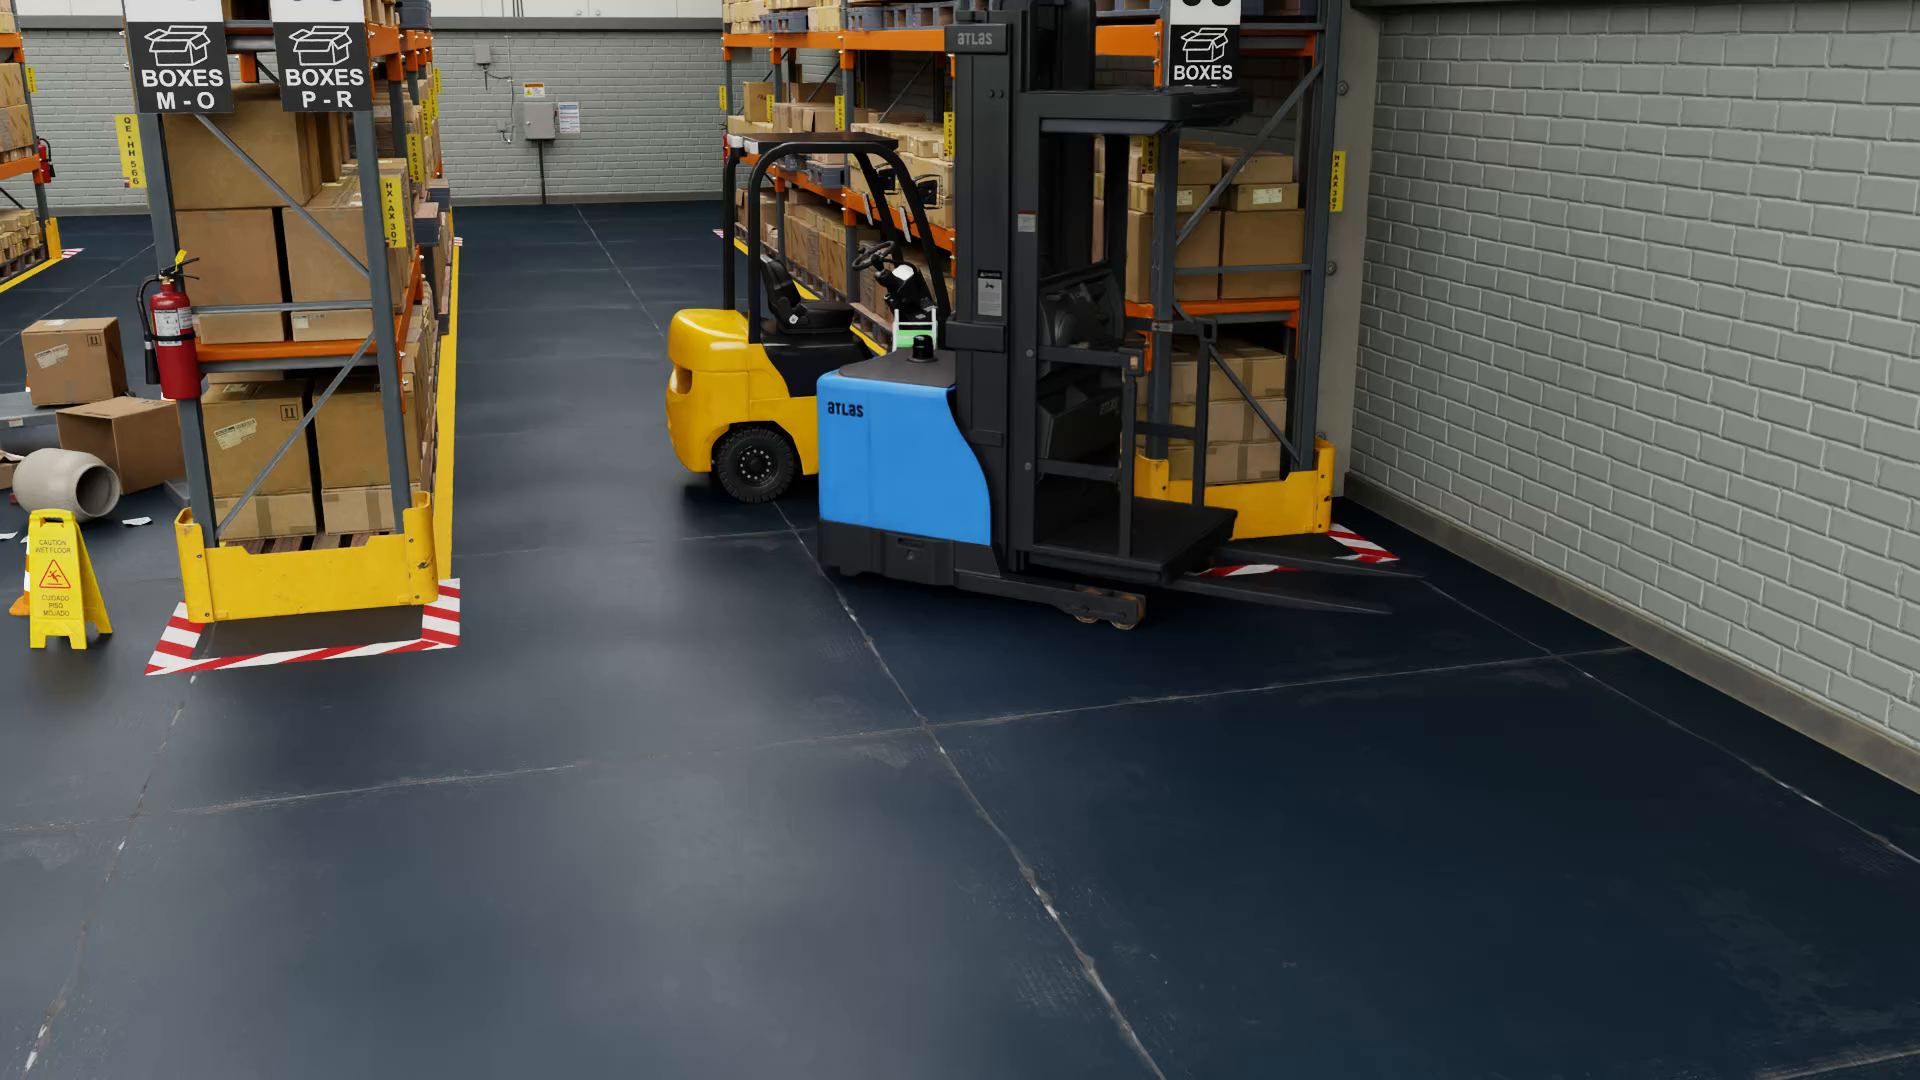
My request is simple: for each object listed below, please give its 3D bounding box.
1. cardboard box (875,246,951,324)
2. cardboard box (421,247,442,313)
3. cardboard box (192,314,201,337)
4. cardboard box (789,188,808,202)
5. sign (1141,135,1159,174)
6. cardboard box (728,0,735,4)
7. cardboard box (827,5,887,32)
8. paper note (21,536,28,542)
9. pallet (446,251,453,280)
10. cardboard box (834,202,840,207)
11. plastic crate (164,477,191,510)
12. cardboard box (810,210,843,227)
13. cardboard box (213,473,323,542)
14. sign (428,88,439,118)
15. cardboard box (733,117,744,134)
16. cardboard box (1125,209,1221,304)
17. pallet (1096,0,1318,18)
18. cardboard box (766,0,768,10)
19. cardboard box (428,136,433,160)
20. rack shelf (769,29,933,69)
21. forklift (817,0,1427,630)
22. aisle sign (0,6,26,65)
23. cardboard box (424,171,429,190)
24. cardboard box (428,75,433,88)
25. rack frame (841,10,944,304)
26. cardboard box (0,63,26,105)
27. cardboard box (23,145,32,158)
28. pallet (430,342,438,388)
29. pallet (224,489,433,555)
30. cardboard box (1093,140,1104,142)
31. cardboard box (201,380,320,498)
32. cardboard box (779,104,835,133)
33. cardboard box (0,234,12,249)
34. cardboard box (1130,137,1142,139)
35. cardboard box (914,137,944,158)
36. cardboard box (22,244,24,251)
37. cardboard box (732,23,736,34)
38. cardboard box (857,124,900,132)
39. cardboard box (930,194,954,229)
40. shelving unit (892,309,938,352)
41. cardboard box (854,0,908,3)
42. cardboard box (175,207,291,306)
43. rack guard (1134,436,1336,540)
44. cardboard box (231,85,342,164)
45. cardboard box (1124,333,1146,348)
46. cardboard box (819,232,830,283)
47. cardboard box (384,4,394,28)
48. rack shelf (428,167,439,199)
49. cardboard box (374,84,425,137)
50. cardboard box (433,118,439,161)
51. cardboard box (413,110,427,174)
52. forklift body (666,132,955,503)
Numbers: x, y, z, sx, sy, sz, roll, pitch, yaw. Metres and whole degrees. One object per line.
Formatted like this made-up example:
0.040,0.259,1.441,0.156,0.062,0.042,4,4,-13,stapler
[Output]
-0.307,-2.416,15.678,0.875,0.625,0.625,-4,17,-13,cardboard box
-5.534,-2.693,16.168,0.875,0.875,0.875,-5,17,-16,cardboard box
-3.710,-1.127,8.426,0.380,0.149,0.250,-5,17,-16,cardboard box
-1.851,-4.154,20.037,0.380,0.149,0.250,-5,17,-16,cardboard box
1.021,-2.122,8.877,0.100,0.325,0.005,-5,17,-15,sign
-2.849,-7.380,22.469,0.500,0.250,0.500,-5,17,-16,cardboard box
-1.027,-5.193,16.573,0.500,0.250,0.500,-5,18,-17,cardboard box
-5.308,-0.005,9.451,0.032,0.001,0.123,-5,17,-15,paper note
-6.657,-3.300,20.070,1.003,0.211,1.213,-5,17,-15,pallet
-1.296,-3.975,19.960,0.380,0.149,0.250,-5,17,-15,cardboard box
-4.682,-0.308,10.340,0.402,0.080,0.583,-12,20,-34,plastic crate
-1.490,-3.650,18.877,0.380,0.149,0.250,-4,17,-13,cardboard box
-3.713,-0.193,8.929,0.500,0.250,0.500,-5,17,-16,cardboard box
-6.004,-4.981,18.945,0.100,0.325,0.005,-5,17,-15,sign
-2.846,-5.703,22.967,0.500,0.250,0.500,-5,17,-15,cardboard box
1.159,-1.656,9.577,0.500,0.500,0.500,-5,17,-16,cardboard box
1.377,-3.085,9.447,1.003,0.211,1.213,-5,17,-15,pallet
-2.052,-6.263,19.408,0.380,0.149,0.250,-4,17,-14,cardboard box
-5.718,-4.063,17.155,0.500,0.250,0.500,-4,17,-14,cardboard box
-1.202,-5.351,18.088,1.077,0.370,4.000,-5,17,-15,rack shelf
0.790,-1.145,8.169,3.031,2.935,1.130,9,19,27,forklift
-12.086,-6.395,21.008,0.394,0.787,0.004,-5,17,-15,aisle sign
-4.701,-3.041,14.069,0.380,0.149,0.250,-4,17,-14,cardboard box
-6.820,-5.519,20.699,0.500,0.500,0.500,-5,17,-16,cardboard box
-0.652,-3.706,16.574,1.000,3.000,0.127,-5,17,-15,rack frame
-11.989,-5.668,20.679,0.500,0.500,0.500,-5,17,-16,cardboard box
-11.993,-4.918,21.046,0.380,0.149,0.250,-5,17,-15,cardboard box
-4.879,-1.424,13.824,1.003,0.211,1.213,-5,17,-15,pallet
-3.435,-0.012,9.126,1.003,0.211,1.213,-5,17,-15,pallet
0.818,-2.500,10.743,0.380,0.149,0.250,-4,17,-14,cardboard box
-3.696,-0.544,8.794,0.500,0.500,0.500,-5,17,-15,cardboard box
-1.691,-4.766,19.202,0.700,0.500,0.500,-5,17,-15,cardboard box
-11.480,-3.528,19.693,0.380,0.149,0.250,-5,17,-15,cardboard box
1.186,-2.607,11.097,0.380,0.149,0.250,-4,17,-14,cardboard box
-0.165,-3.239,13.719,0.380,0.149,0.250,-5,18,-17,cardboard box
-11.771,-3.602,20.455,0.380,0.149,0.250,-5,17,-15,cardboard box
-2.866,-6.908,22.459,0.380,0.149,0.250,-4,17,-14,cardboard box
-0.773,-3.879,15.850,0.380,0.149,0.250,-4,17,-14,cardboard box
0.057,-2.646,13.308,0.500,0.250,0.500,-4,17,-14,cardboard box
-0.260,-0.716,9.752,0.258,1.200,0.503,0,17,-1,shelving unit
-0.687,-5.219,15.323,0.500,0.500,0.500,-5,17,-15,cardboard box
-3.639,-1.418,8.268,0.500,0.500,0.500,-5,17,-16,cardboard box
1.553,-0.289,9.545,1.175,0.500,0.348,-5,17,-15,rack guard
-4.293,-2.593,10.442,0.700,0.500,0.500,-5,17,-15,cardboard box
0.974,-1.099,10.210,0.500,0.250,0.500,-4,17,-14,cardboard box
-1.249,-3.093,18.151,0.500,0.500,0.500,-4,17,-13,cardboard box
-3.944,-3.459,10.975,0.380,0.149,0.250,-5,17,-15,cardboard box
-5.973,-3.521,17.210,1.077,0.370,4.000,-5,17,-15,rack shelf
-5.597,-4.275,16.560,0.500,0.500,0.500,-4,17,-14,cardboard box
-6.665,-4.895,20.359,0.500,0.500,0.500,-5,17,-15,cardboard box
-4.739,-3.318,13.864,0.500,0.500,0.500,-6,18,-19,cardboard box
-0.729,-1.467,10.596,2.313,2.155,1.214,-5,17,-15,forklift body
